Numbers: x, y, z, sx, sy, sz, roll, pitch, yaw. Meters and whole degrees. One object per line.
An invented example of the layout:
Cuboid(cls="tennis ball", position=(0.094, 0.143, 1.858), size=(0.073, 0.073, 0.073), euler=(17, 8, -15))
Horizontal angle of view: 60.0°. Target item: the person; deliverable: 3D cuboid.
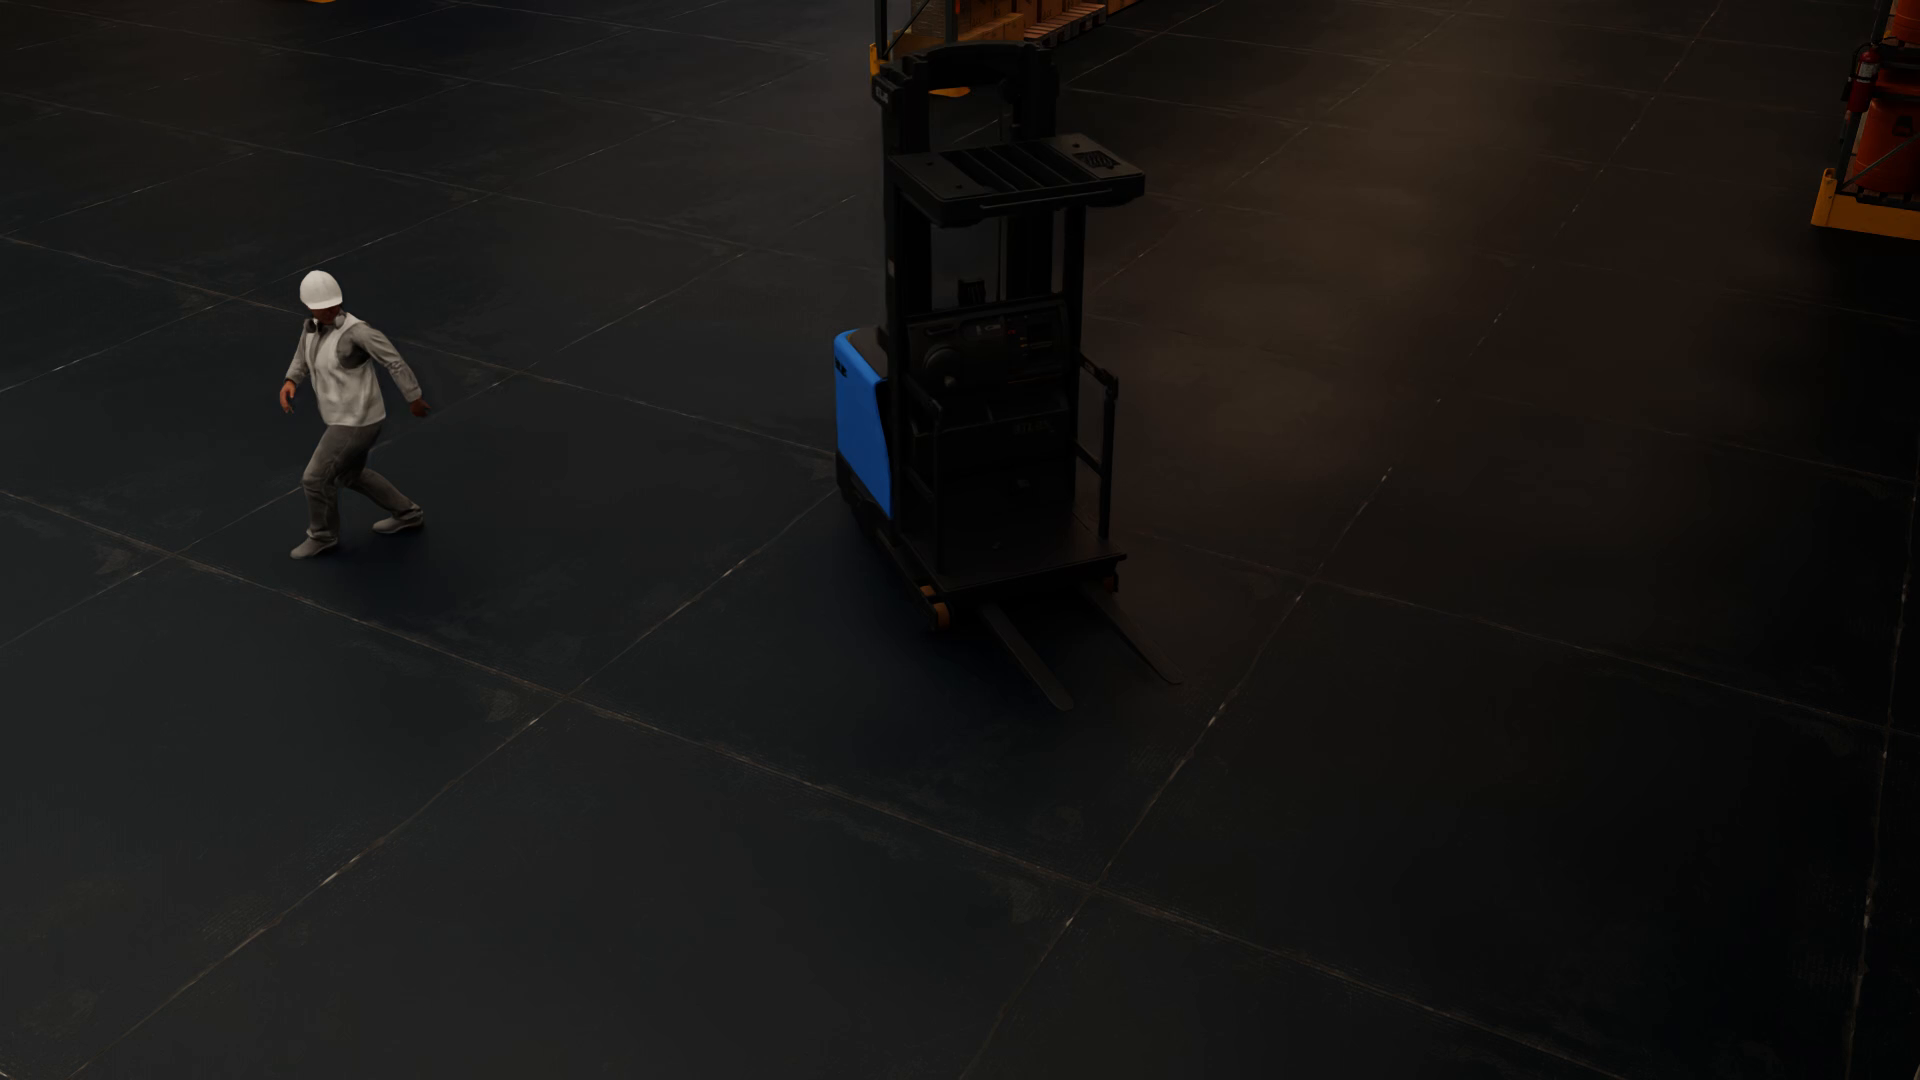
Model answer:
Cuboid(cls="person", position=(-3.556, -0.728, 9.593), size=(0.924, 1.727, 0.563), euler=(-15, 33, -25))

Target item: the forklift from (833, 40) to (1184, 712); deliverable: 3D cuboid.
Cuboid(cls="forklift", position=(0.243, -1.004, 8.810), size=(1.130, 2.935, 3.031), euler=(-11, 32, -19))
